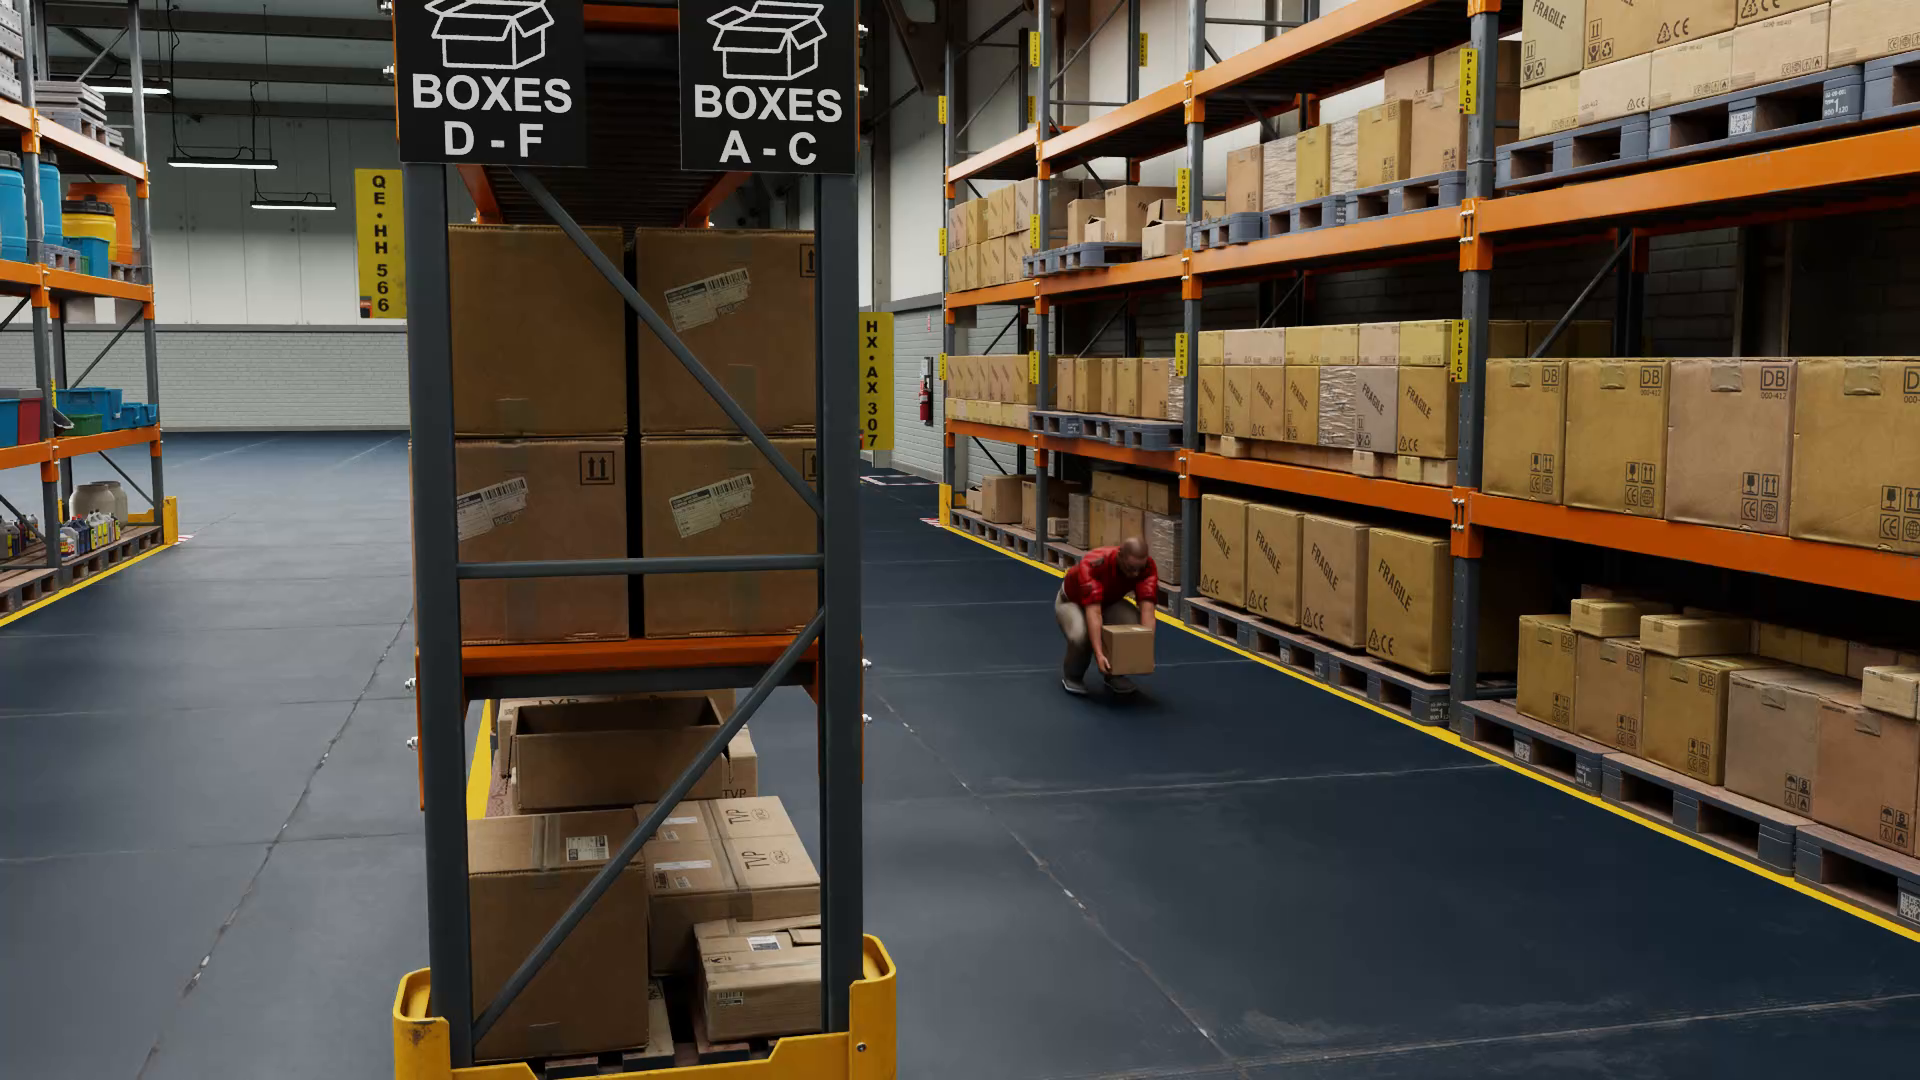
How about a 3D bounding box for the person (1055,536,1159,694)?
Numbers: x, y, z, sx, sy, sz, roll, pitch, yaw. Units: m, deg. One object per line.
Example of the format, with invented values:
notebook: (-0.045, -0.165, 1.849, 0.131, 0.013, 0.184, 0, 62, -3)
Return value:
person: (0.882, 0.439, 9.951, 0.533, 0.991, 0.877, -2, 6, -15)
